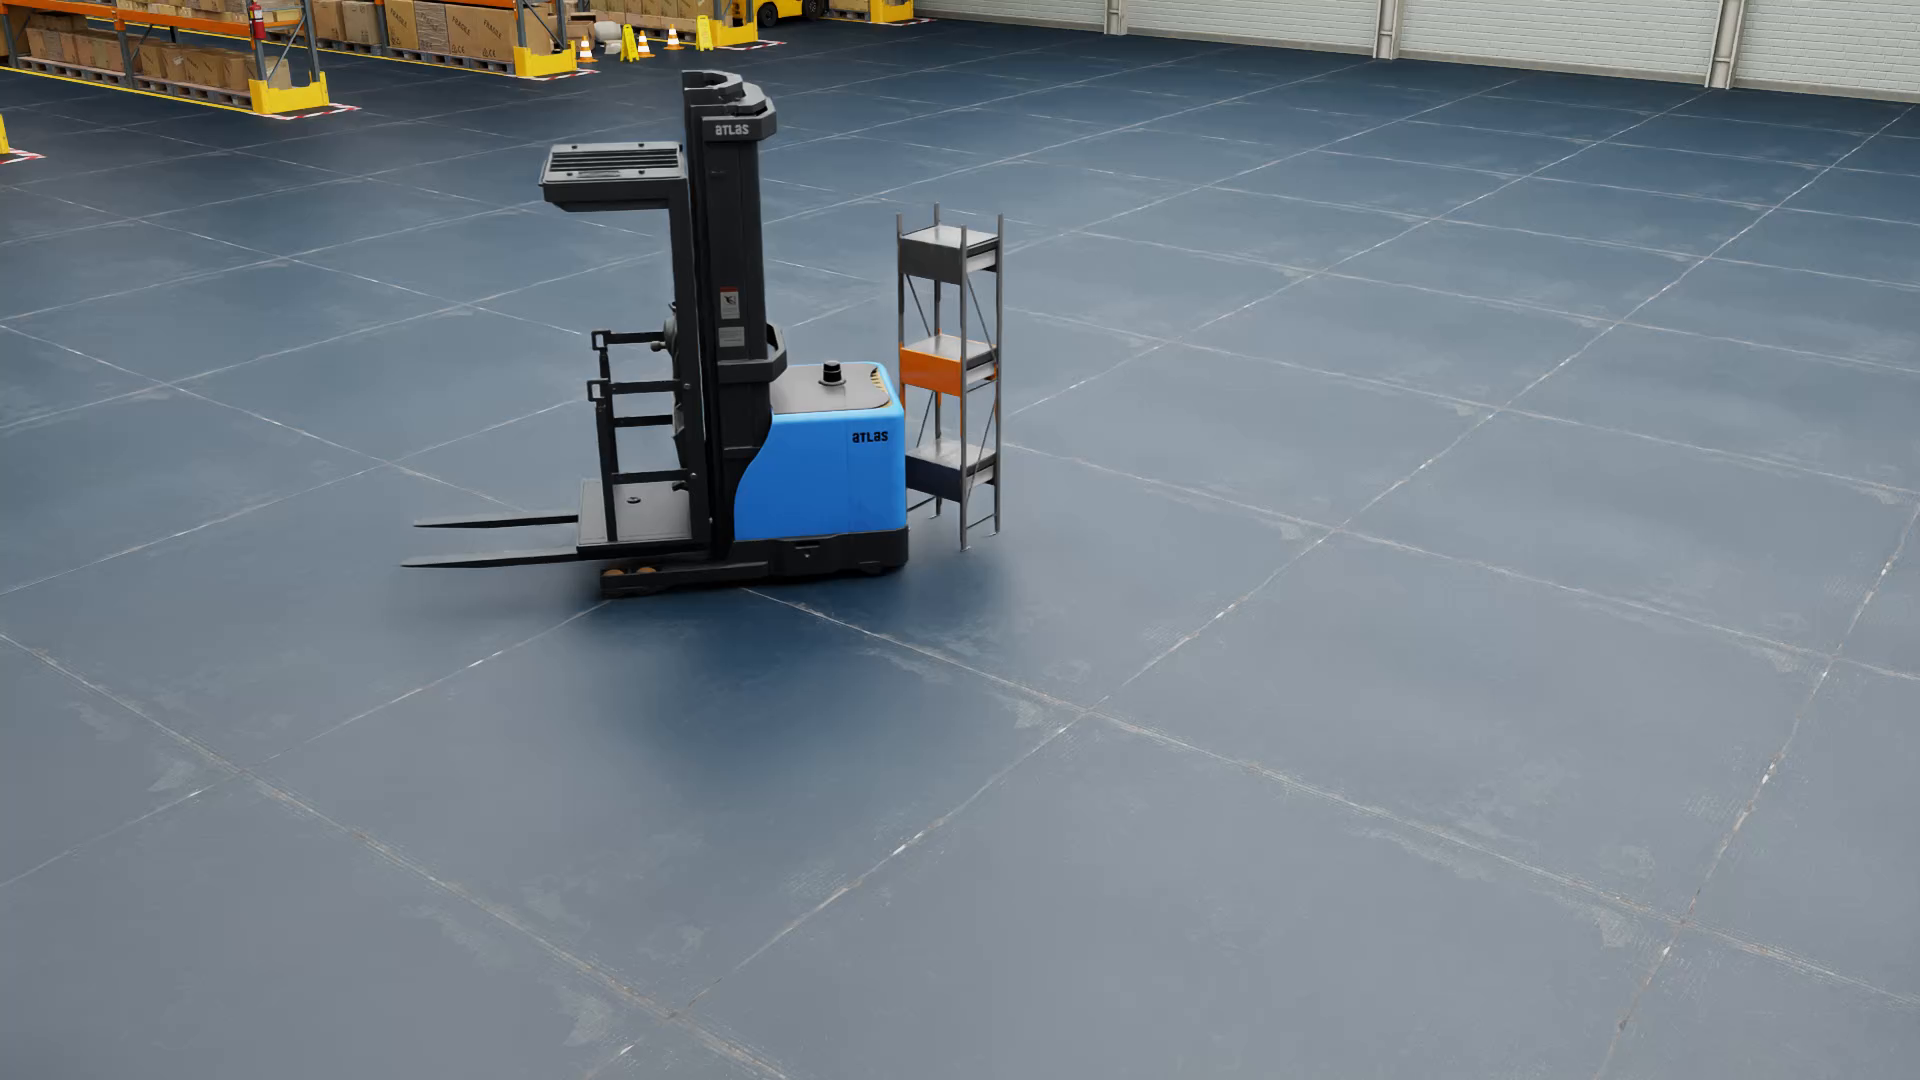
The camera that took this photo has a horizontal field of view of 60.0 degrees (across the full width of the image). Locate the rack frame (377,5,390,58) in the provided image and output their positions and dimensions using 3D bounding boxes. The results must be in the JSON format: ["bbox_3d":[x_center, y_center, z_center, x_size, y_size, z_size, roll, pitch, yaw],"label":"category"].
[{"bbox_3d":[-10.591,-10.685,31.282,0.127,3.000,1.000,17,29,33],"label":"rack frame"}]

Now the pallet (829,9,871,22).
[{"bbox_3d":[-2.166,-11.837,37.355,1.213,0.211,1.003,17,29,33],"label":"pallet"}]

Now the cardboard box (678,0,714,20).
[{"bbox_3d":[-5.300,-10.726,33.334,0.500,0.500,0.500,17,29,34],"label":"cardboard box"}]

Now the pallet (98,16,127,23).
[{"bbox_3d":[-18.532,-11.790,37.246,1.213,0.211,1.003,17,29,33],"label":"pallet"}]

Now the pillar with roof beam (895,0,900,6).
[{"bbox_3d":[-4.127,-14.758,33.083,0.400,9.000,9.100,17,29,33],"label":"pillar with roof beam"}]

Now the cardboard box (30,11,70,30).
[{"bbox_3d":[-16.294,-9.325,29.819,0.500,0.250,0.500,18,30,35],"label":"cardboard box"}]

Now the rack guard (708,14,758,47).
[{"bbox_3d":[-4.564,-10.214,33.312,0.348,0.500,1.175,17,29,33],"label":"rack guard"}]

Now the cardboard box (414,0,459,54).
[{"bbox_3d":[-9.407,-9.514,30.737,0.875,0.875,0.875,17,29,34],"label":"cardboard box"}]

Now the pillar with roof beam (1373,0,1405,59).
[{"bbox_3d":[5.475,-11.856,26.497,0.400,9.000,9.100,17,29,33],"label":"pillar with roof beam"}]

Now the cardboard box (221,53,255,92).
[{"bbox_3d":[-11.435,-7.481,26.587,0.500,0.500,0.500,-17,29,-34],"label":"cardboard box"}]

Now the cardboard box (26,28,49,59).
[{"bbox_3d":[-16.300,-8.979,29.963,0.500,0.500,0.700,15,28,31],"label":"cardboard box"}]

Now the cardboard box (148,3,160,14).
[{"bbox_3d":[-12.865,-8.598,26.856,0.250,0.149,0.380,17,29,33],"label":"cardboard box"}]

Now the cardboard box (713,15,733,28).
[{"bbox_3d":[-4.982,-10.558,33.881,0.500,0.250,0.500,17,29,33],"label":"cardboard box"}]

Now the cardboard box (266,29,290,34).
[{"bbox_3d":[-13.359,-10.639,33.446,0.750,0.750,1.050,16,29,33],"label":"cardboard box"}]

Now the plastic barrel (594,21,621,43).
[{"bbox_3d":[-7.064,-10.172,33.311,0.512,0.421,0.421,-5,24,-12],"label":"plastic barrel"}]

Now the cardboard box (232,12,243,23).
[{"bbox_3d":[-10.998,-8.090,25.703,0.250,0.149,0.380,17,29,33],"label":"cardboard box"}]

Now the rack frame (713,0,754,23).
[{"bbox_3d":[-4.503,-11.340,32.766,0.127,3.000,1.000,17,29,33],"label":"rack frame"}]

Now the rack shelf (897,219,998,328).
[{"bbox_3d":[-0.061,-1.633,10.151,0.480,0.518,0.431,17,29,34],"label":"rack shelf"}]

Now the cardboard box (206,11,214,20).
[{"bbox_3d":[-11.595,-8.273,26.119,0.250,0.149,0.380,17,29,33],"label":"cardboard box"}]

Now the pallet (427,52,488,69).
[{"bbox_3d":[-9.049,-8.905,30.700,1.213,0.211,1.003,17,29,33],"label":"pallet"}]

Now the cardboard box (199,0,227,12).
[{"bbox_3d":[-11.342,-8.548,25.938,0.500,0.500,0.875,17,29,33],"label":"cardboard box"}]

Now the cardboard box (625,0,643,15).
[{"bbox_3d":[-6.544,-11.103,34.188,0.500,0.500,0.500,19,30,36],"label":"cardboard box"}]

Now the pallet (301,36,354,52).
[{"bbox_3d":[-12.235,-9.867,32.881,1.213,0.211,1.003,17,29,33],"label":"pallet"}]

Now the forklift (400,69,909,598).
[{"bbox_3d":[-1.884,-1.225,9.895,3.031,2.935,1.130,-4,24,-9],"label":"forklift"}]

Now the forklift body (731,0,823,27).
[{"bbox_3d":[-4.140,-12.424,36.279,1.214,2.155,2.313,17,29,33],"label":"forklift body"}]

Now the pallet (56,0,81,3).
[{"bbox_3d":[-15.239,-9.524,28.883,1.213,0.211,1.003,17,29,33],"label":"pallet"}]

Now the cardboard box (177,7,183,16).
[{"bbox_3d":[-12.220,-8.441,26.500,0.250,0.149,0.380,17,29,33],"label":"cardboard box"}]

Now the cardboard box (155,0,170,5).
[{"bbox_3d":[-12.485,-8.942,26.832,0.500,0.500,0.875,17,29,33],"label":"cardboard box"}]

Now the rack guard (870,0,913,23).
[{"bbox_3d":[-1.510,-11.792,36.894,0.348,0.500,1.175,17,29,33],"label":"rack guard"}]

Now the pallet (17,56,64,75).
[{"bbox_3d":[-16.223,-8.611,30.033,1.213,0.211,1.003,17,29,33],"label":"pallet"}]

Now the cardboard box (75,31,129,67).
[{"bbox_3d":[-14.944,-8.579,29.055,0.500,0.500,0.700,14,27,29],"label":"cardboard box"}]

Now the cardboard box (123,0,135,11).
[{"bbox_3d":[-13.463,-8.781,27.271,0.250,0.149,0.380,17,29,33],"label":"cardboard box"}]

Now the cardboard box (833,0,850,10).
[{"bbox_3d":[-2.487,-12.011,37.179,0.500,0.250,0.500,17,29,33],"label":"cardboard box"}]

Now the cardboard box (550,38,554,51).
[{"bbox_3d":[-8.111,-9.613,32.238,0.396,0.266,0.258,-21,31,-39],"label":"cardboard box"}]

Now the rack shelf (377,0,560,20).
[{"bbox_3d":[-8.991,-9.873,30.329,4.000,0.370,1.077,17,29,33],"label":"rack shelf"}]

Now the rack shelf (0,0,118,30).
[{"bbox_3d":[-15.247,-9.264,28.948,4.000,0.370,1.077,17,29,33],"label":"rack shelf"}]

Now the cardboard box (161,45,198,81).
[{"bbox_3d":[-12.888,-7.912,27.567,0.500,0.500,0.500,-16,28,-31],"label":"cardboard box"}]

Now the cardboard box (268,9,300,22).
[{"bbox_3d":[-10.531,-8.173,25.891,0.250,0.149,0.380,17,29,33],"label":"cardboard box"}]

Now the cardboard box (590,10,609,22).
[{"bbox_3d":[-7.393,-11.011,34.910,0.500,0.250,0.500,15,28,31],"label":"cardboard box"}]

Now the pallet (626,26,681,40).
[{"bbox_3d":[-6.165,-10.585,34.512,1.213,0.211,1.003,17,29,33],"label":"pallet"}]

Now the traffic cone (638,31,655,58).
[{"bbox_3d":[-6.014,-9.426,31.570,0.334,0.463,0.336,17,29,33],"label":"traffic cone"}]

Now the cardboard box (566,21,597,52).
[{"bbox_3d":[-7.427,-9.805,32.380,0.637,0.503,0.797,-1,24,-3],"label":"cardboard box"}]

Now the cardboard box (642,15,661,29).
[{"bbox_3d":[-6.143,-10.635,34.056,0.500,0.250,0.500,16,28,31],"label":"cardboard box"}]

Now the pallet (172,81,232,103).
[{"bbox_3d":[-12.108,-7.388,27.255,1.213,0.211,1.003,17,29,33],"label":"pallet"}]

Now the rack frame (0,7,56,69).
[{"bbox_3d":[-16.848,-10.077,29.900,0.127,3.000,1.000,17,29,33],"label":"rack frame"}]

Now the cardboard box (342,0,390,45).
[{"bbox_3d":[-11.142,-9.969,31.925,0.750,0.750,1.050,17,29,33],"label":"cardboard box"}]

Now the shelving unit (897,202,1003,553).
[{"bbox_3d":[-0.061,-1.005,10.427,0.503,2.100,0.431,17,29,34],"label":"shelving unit"}]

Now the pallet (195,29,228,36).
[{"bbox_3d":[-15.389,-10.861,35.139,1.213,0.211,1.003,17,29,33],"label":"pallet"}]

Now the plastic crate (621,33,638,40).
[{"bbox_3d":[-6.939,-10.327,34.088,0.583,0.080,0.402,7,25,15],"label":"plastic crate"}]
